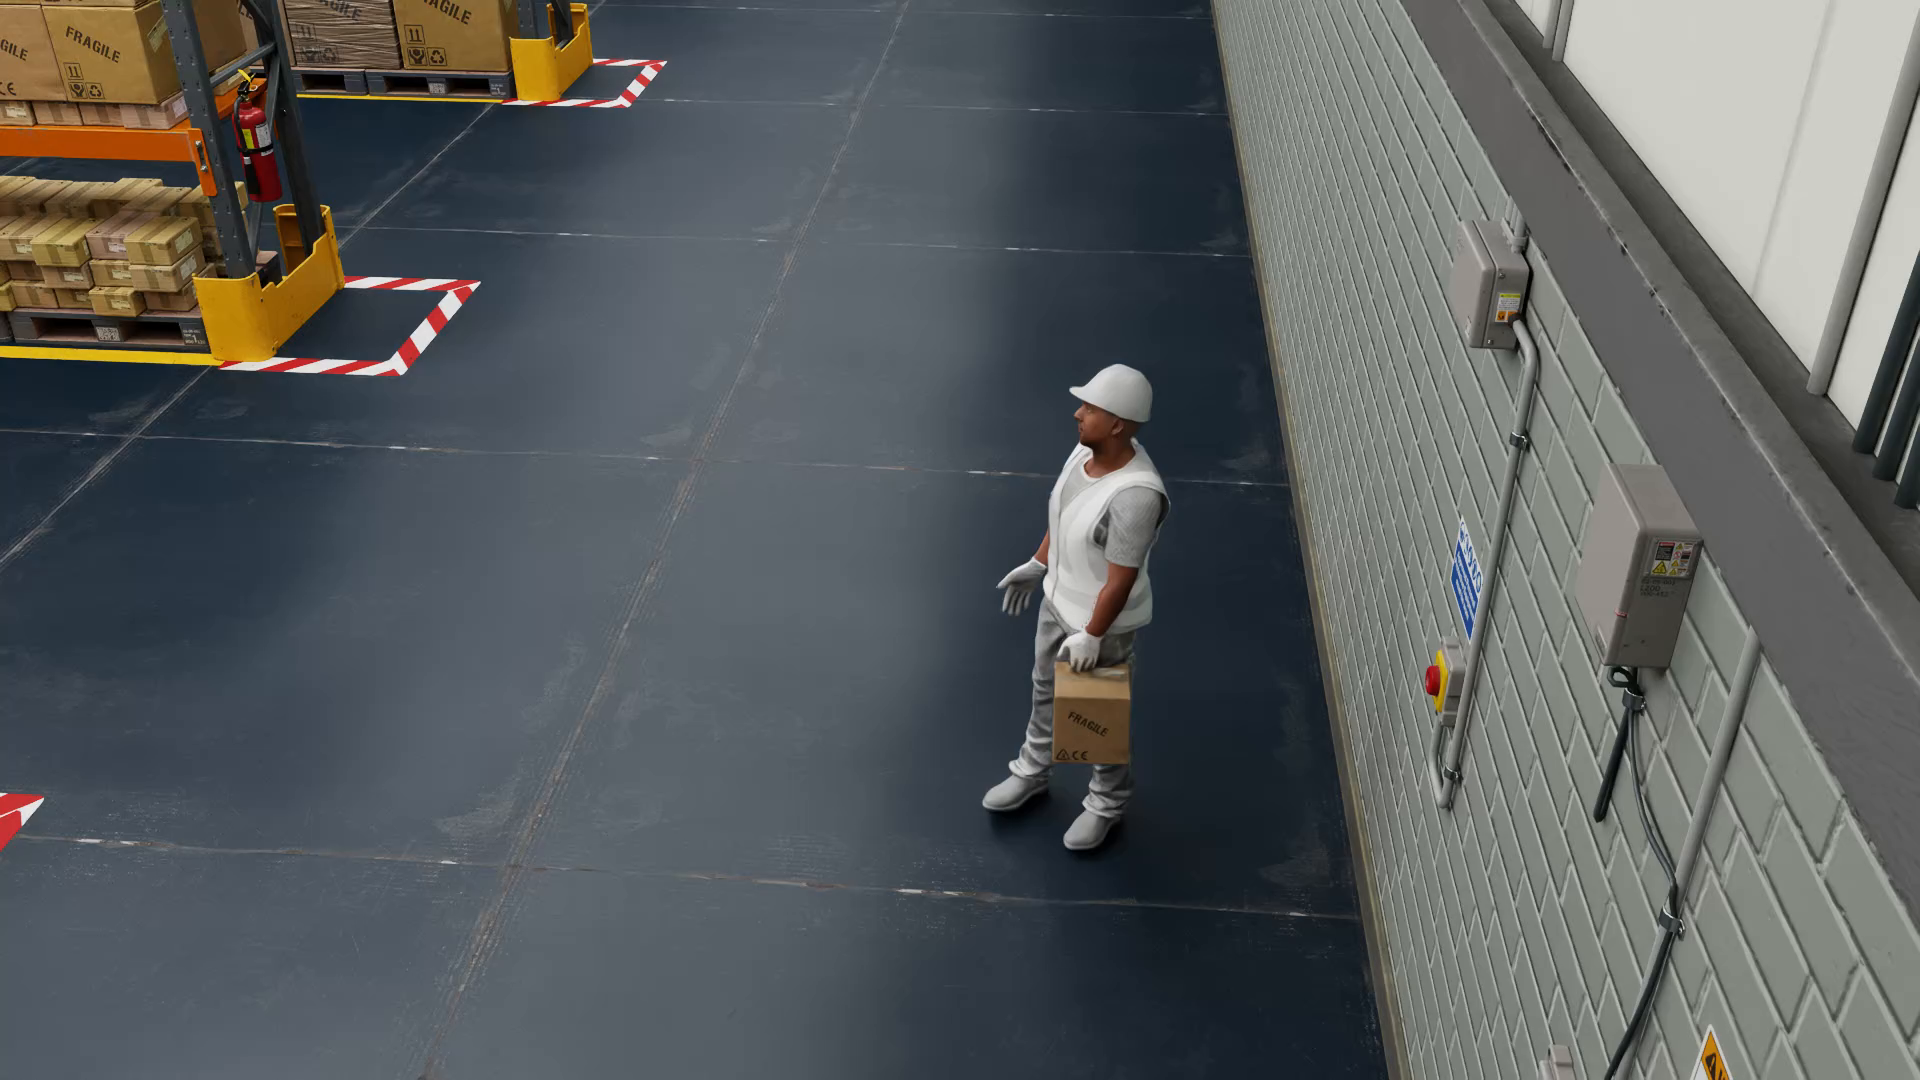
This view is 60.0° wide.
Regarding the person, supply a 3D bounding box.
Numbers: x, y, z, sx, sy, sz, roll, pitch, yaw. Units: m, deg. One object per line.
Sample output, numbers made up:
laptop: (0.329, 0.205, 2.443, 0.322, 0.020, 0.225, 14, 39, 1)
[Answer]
person: (0.386, 0.257, 5.666, 0.566, 1.789, 0.548, -11, 33, -17)
